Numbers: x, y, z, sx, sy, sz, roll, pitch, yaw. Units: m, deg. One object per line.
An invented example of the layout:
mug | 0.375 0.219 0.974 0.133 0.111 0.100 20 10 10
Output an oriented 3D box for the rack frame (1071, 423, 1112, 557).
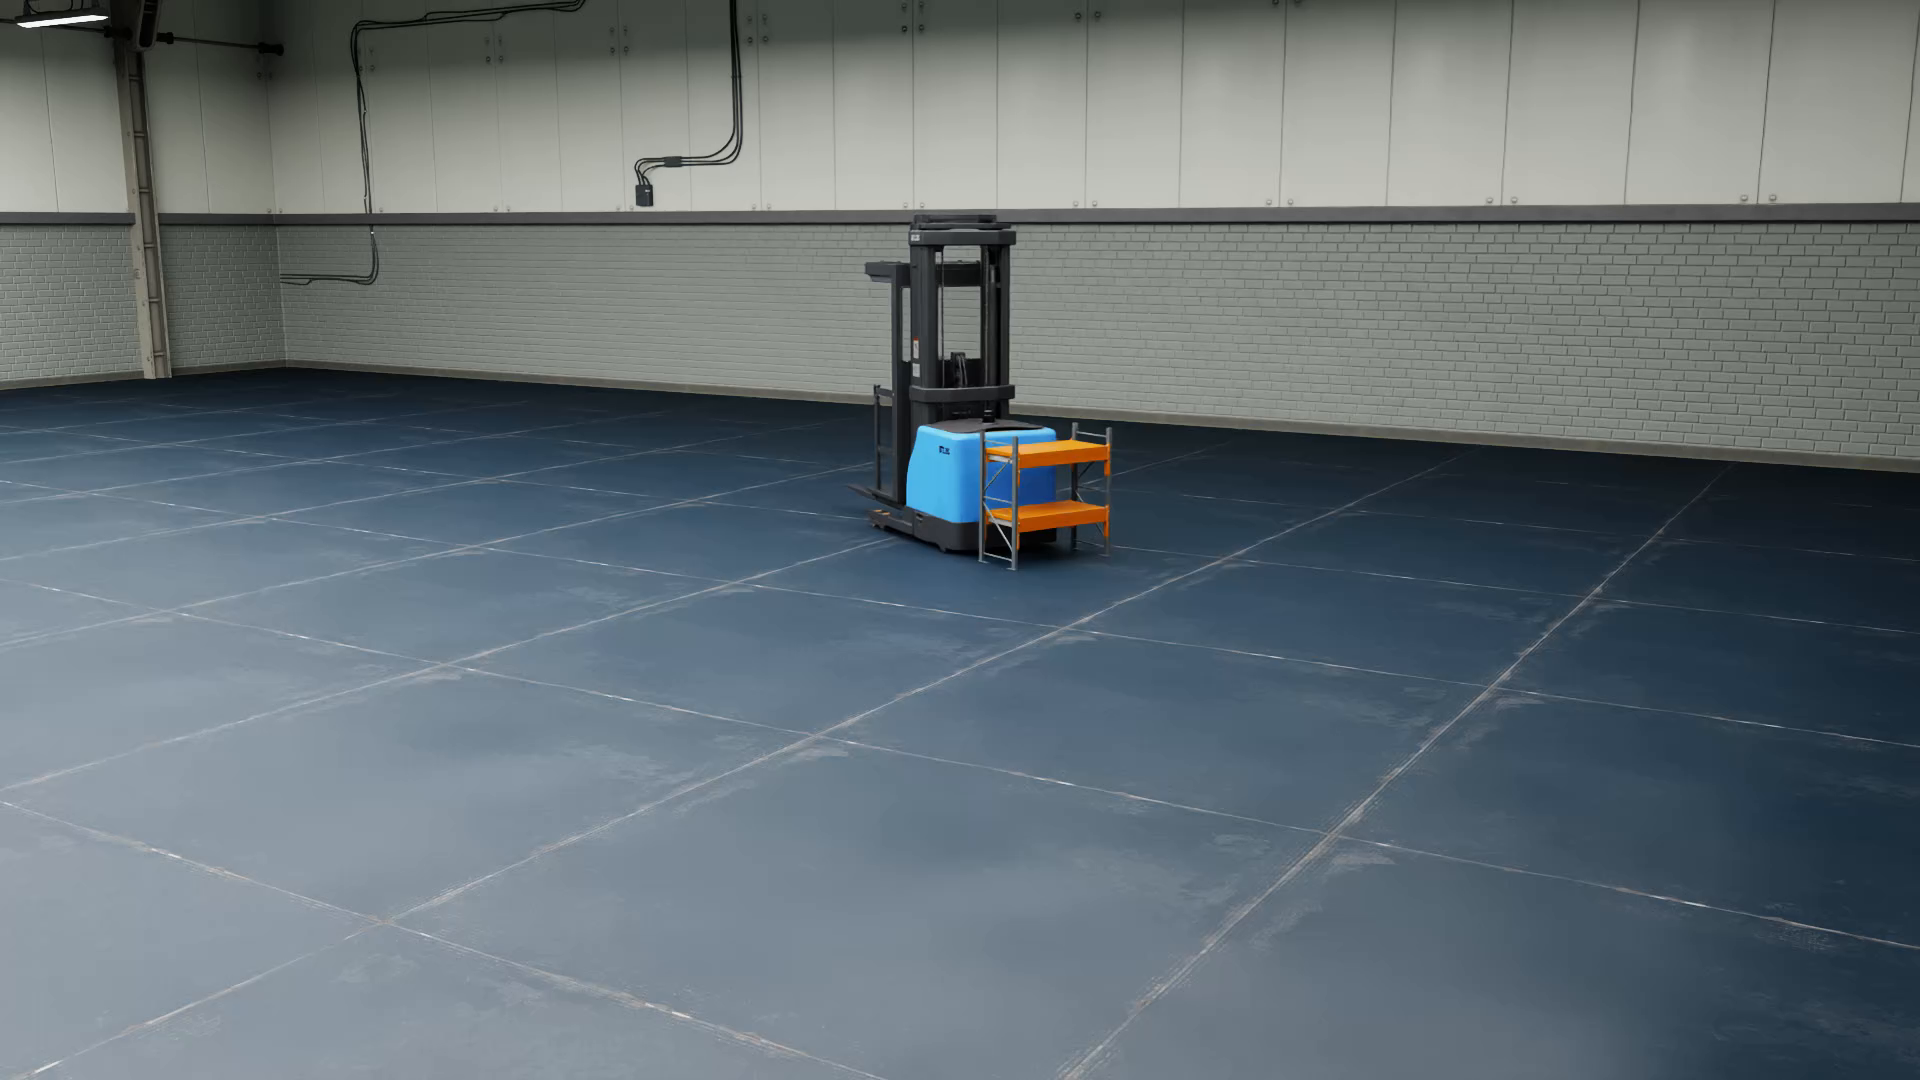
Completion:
rack frame | 1.148 -0.443 14.559 0.032 1.125 0.500 -8 13 -35

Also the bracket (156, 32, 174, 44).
bracket | -14.850 -9.333 30.865 0.235 0.232 0.430 6 12 31

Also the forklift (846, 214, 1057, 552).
forklift | -0.222 -1.568 15.661 1.130 2.935 3.031 -5 12 -25

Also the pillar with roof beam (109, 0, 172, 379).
pillar with roof beam | -11.690 -7.121 28.832 9.100 9.000 0.548 6 12 31

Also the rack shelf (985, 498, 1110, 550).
rack shelf | 0.735 -0.148 14.312 1.000 0.278 0.538 -8 13 -35

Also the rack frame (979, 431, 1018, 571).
rack frame | 0.323 -0.334 13.975 0.032 1.125 0.500 -8 13 -35

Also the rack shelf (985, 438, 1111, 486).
rack shelf | 0.736 -0.676 14.213 1.000 0.278 0.538 -8 13 -35

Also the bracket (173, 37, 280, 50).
bracket | -13.926 -9.613 32.360 0.076 0.066 3.189 6 12 31

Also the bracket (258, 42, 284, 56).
bracket | -13.620 -9.705 32.856 0.235 0.232 0.430 6 12 31

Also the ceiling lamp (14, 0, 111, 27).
ceiling lamp | -13.316 -9.340 24.822 2.000 3.185 0.800 6 12 31

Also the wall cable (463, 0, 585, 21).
wall cable | -7.752 -10.507 29.271 3.097 2.526 0.112 6 12 31

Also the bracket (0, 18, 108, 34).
bracket | -16.619 -8.797 28.003 0.076 0.066 4.783 6 12 31

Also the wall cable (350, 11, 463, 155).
wall cable | -10.397 -8.567 31.269 3.097 2.526 0.112 6 12 31

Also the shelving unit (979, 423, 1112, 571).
shelving unit | 0.736 -0.389 14.267 1.048 1.125 0.538 -8 13 -35

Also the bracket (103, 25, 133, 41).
bracket | -15.281 -9.202 30.168 0.235 0.232 0.430 6 12 31

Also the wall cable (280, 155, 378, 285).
wall cable | -12.709 -6.343 33.114 3.097 2.526 0.112 6 12 31

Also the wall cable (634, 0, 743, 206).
wall cable | -4.604 -8.631 27.658 2.305 6.003 0.169 6 12 31
